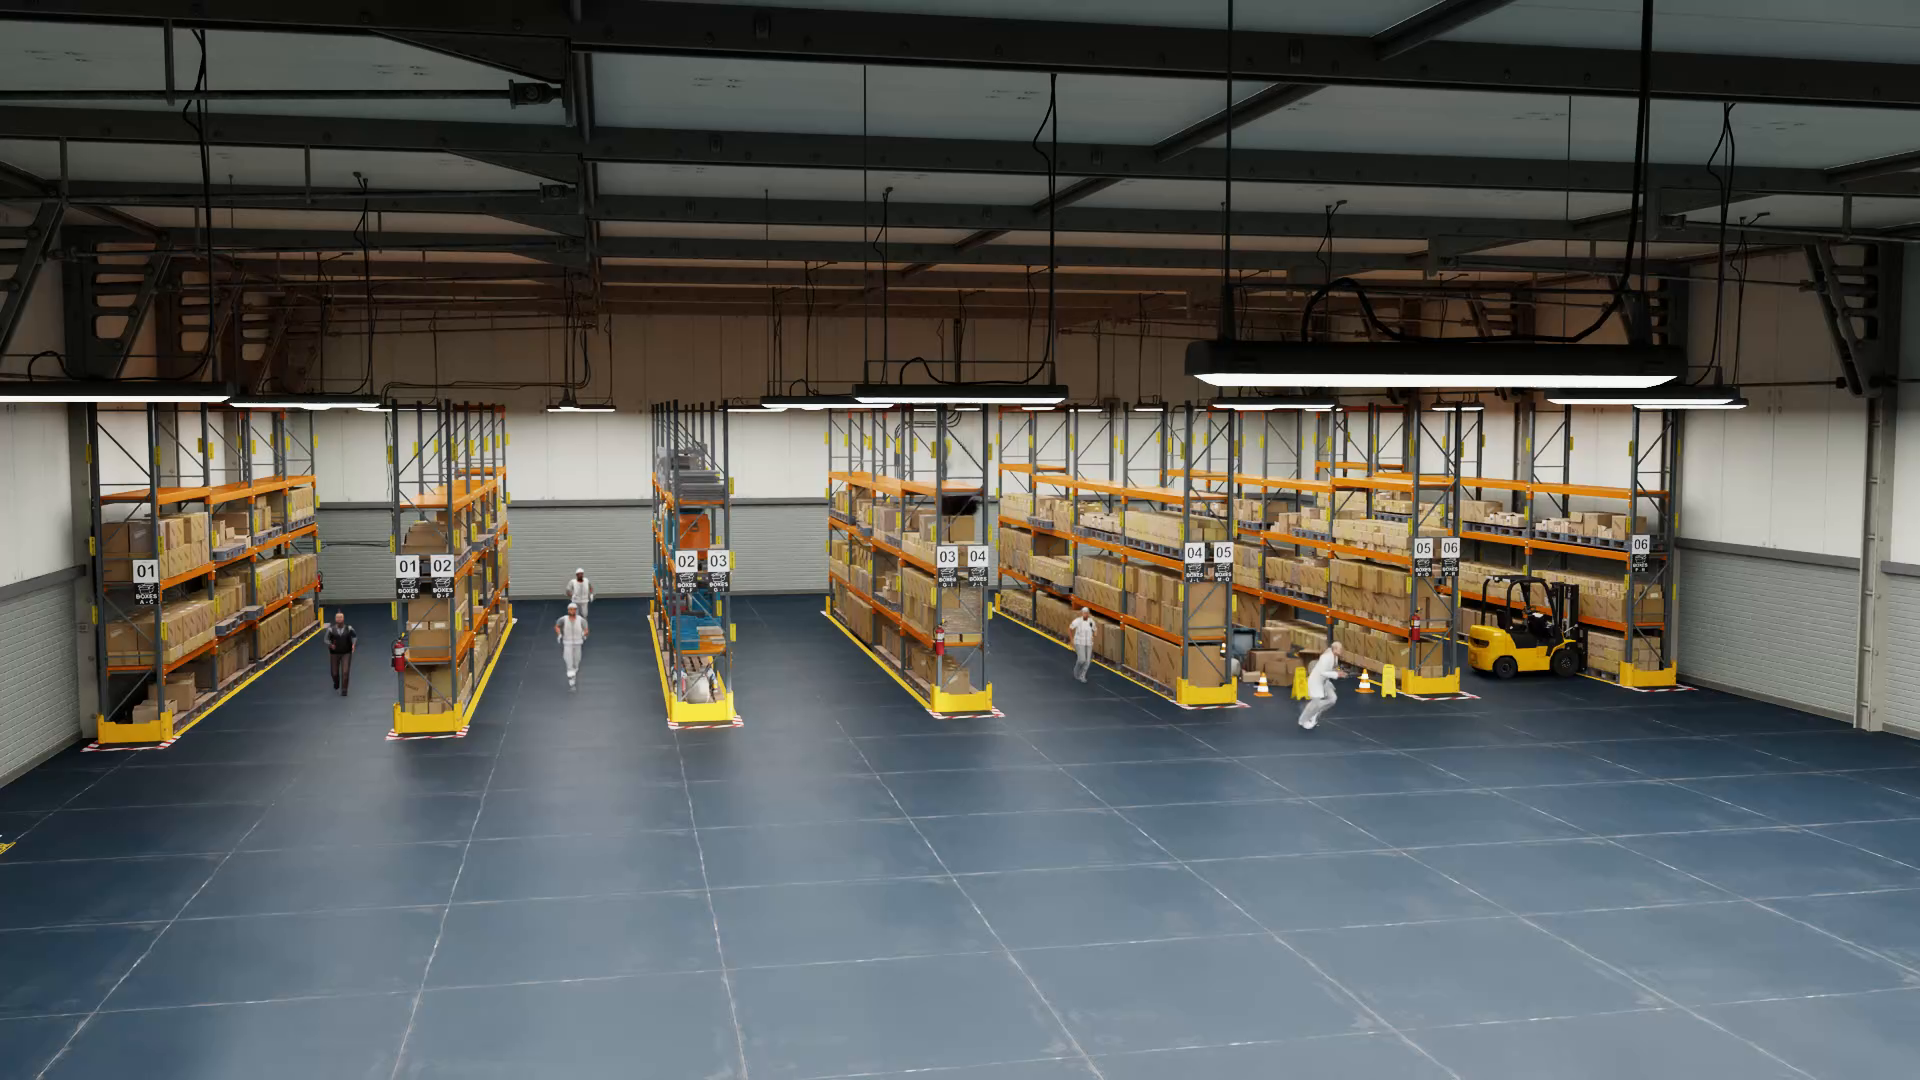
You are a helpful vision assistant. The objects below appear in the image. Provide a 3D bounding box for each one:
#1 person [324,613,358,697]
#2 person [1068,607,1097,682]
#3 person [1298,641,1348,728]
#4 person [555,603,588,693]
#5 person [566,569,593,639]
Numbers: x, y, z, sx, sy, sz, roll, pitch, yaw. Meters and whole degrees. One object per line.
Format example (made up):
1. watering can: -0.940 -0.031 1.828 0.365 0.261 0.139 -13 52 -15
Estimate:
1. person: -12.613 2.329 33.905 0.669 1.684 0.760 -2 5 -20
2. person: 2.648 2.239 35.460 0.587 1.611 0.653 -1 4 -16
3. person: 6.647 2.627 30.323 0.972 1.613 0.742 3 5 35
4. person: -8.061 2.203 34.619 0.652 1.805 0.983 -2 5 -21
5. person: -9.750 1.618 42.687 0.707 1.789 0.852 -2 5 -24
